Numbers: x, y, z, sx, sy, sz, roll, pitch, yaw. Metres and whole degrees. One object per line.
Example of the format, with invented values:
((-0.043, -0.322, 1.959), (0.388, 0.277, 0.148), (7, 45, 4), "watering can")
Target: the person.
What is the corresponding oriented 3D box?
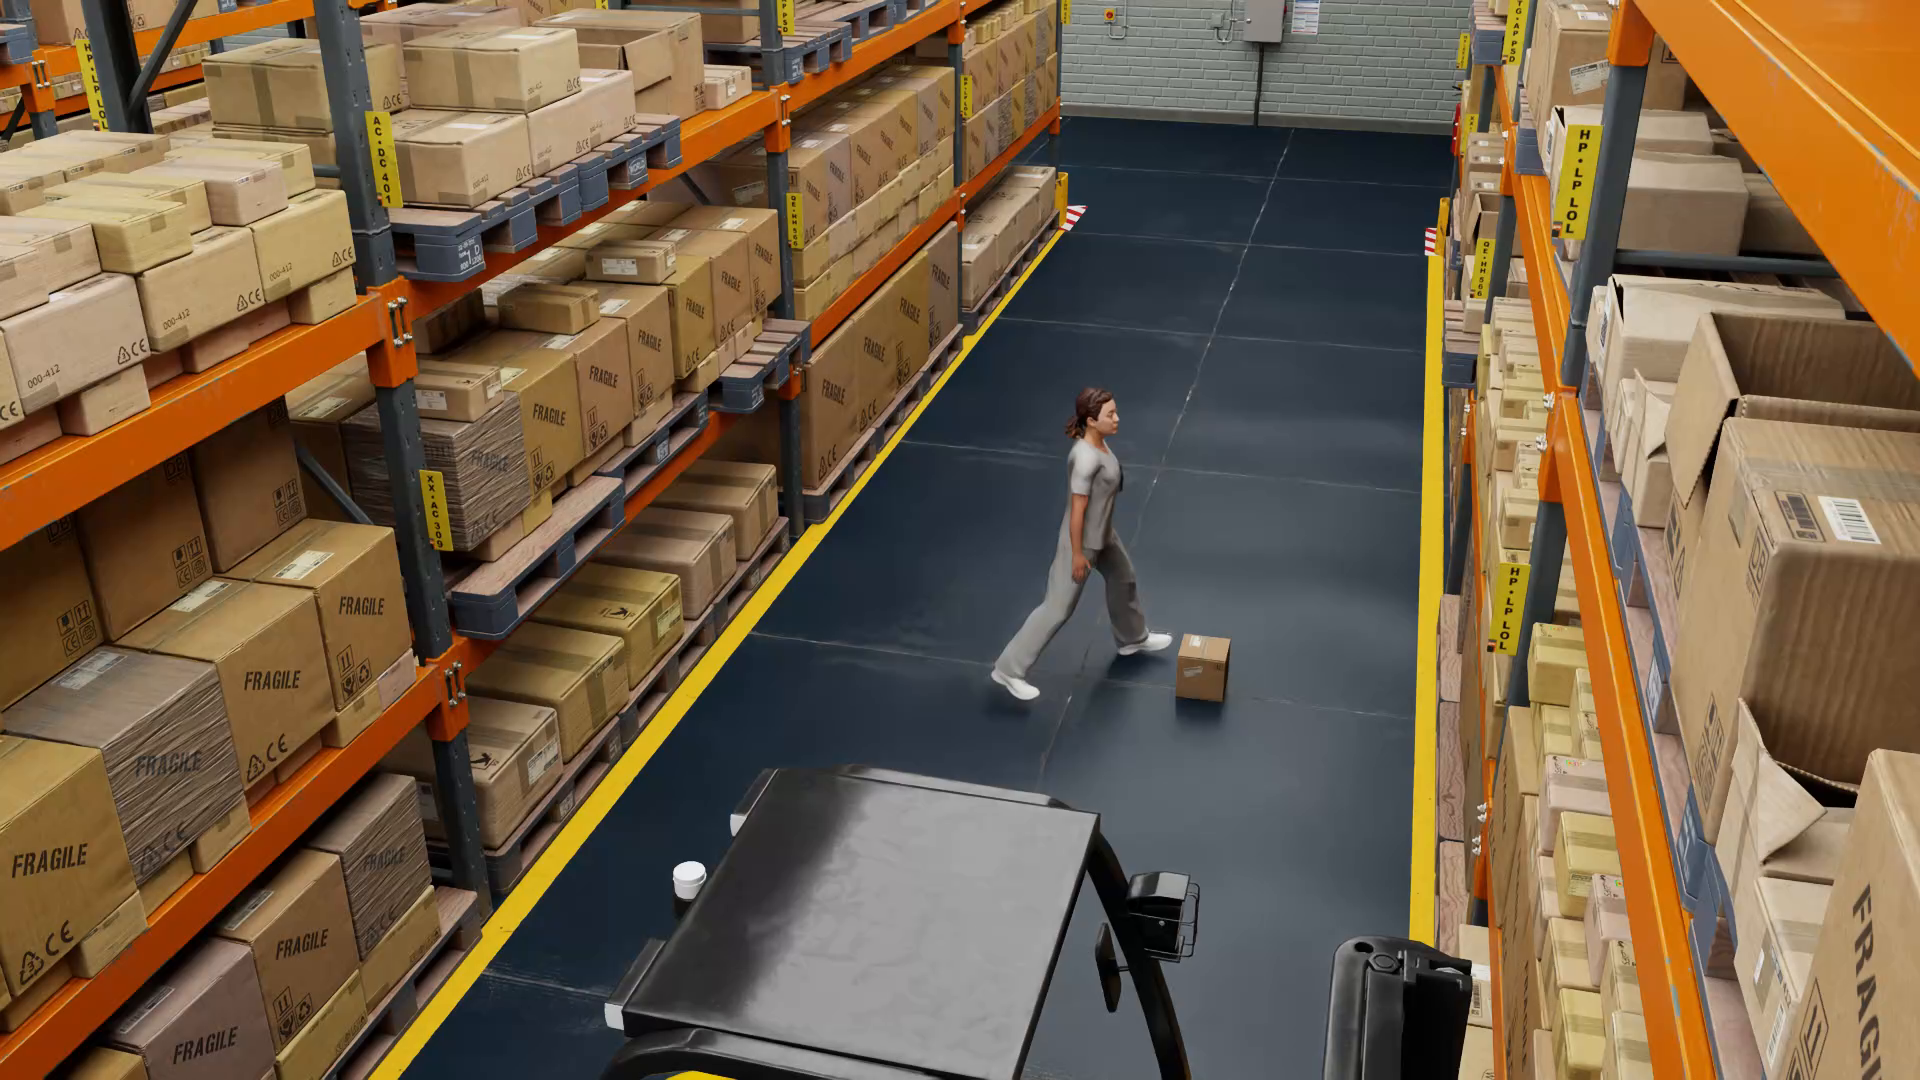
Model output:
((0.655, 0.010, 8.628), (0.873, 1.622, 0.834), (6, 26, 13), "person")
